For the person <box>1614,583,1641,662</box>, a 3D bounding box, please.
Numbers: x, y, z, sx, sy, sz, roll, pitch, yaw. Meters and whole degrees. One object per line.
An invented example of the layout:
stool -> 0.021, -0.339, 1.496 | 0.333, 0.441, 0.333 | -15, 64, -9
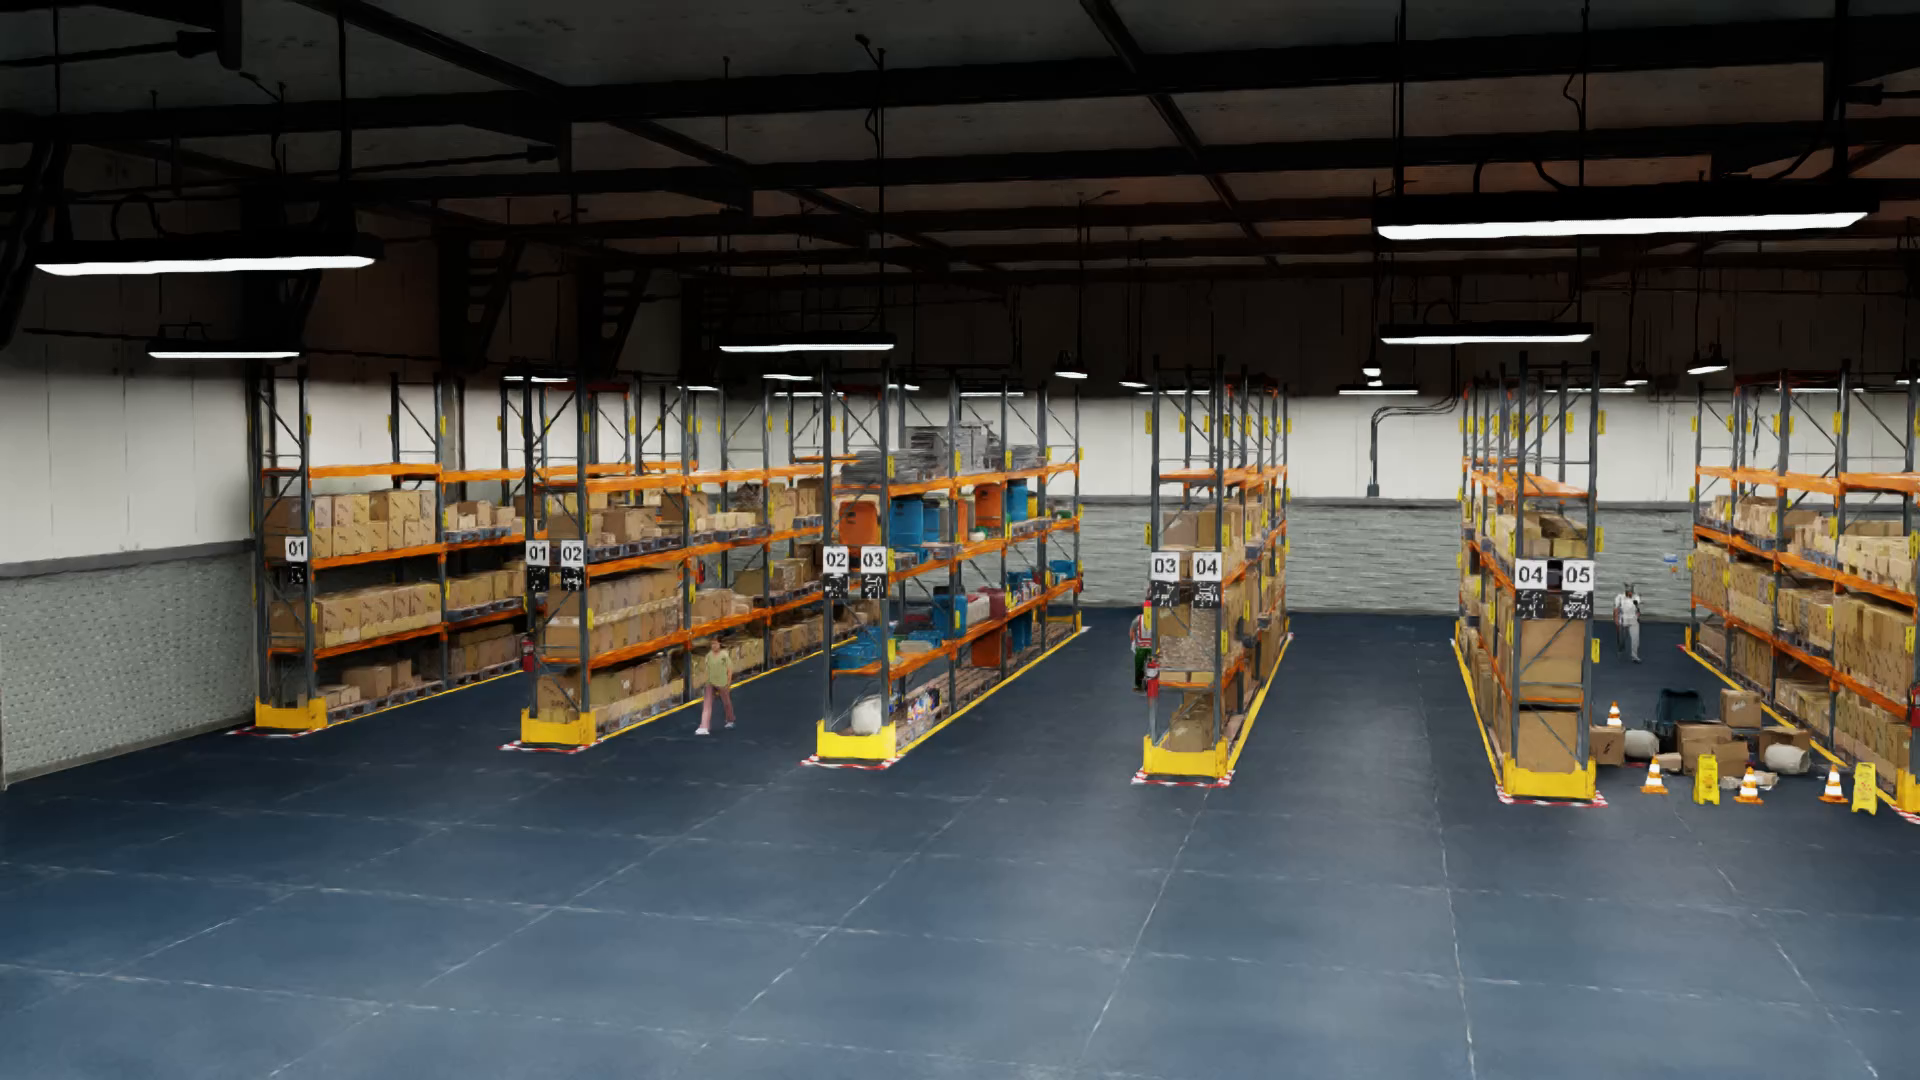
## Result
person -> 14.133, 1.721, 35.223 | 0.542, 1.672, 1.126 | 1, 4, 16

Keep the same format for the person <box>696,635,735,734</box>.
person -> -3.934, 2.336, 27.056 | 0.446, 1.569, 1.110 | 1, 4, 12

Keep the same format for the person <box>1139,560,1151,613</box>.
person -> 5.109, 1.080, 44.096 | 0.709, 1.659, 0.477 | -2, 5, -30

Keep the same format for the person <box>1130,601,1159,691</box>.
person -> 3.504, 1.997, 31.092 | 0.677, 1.742, 0.552 | 1, 4, 13
